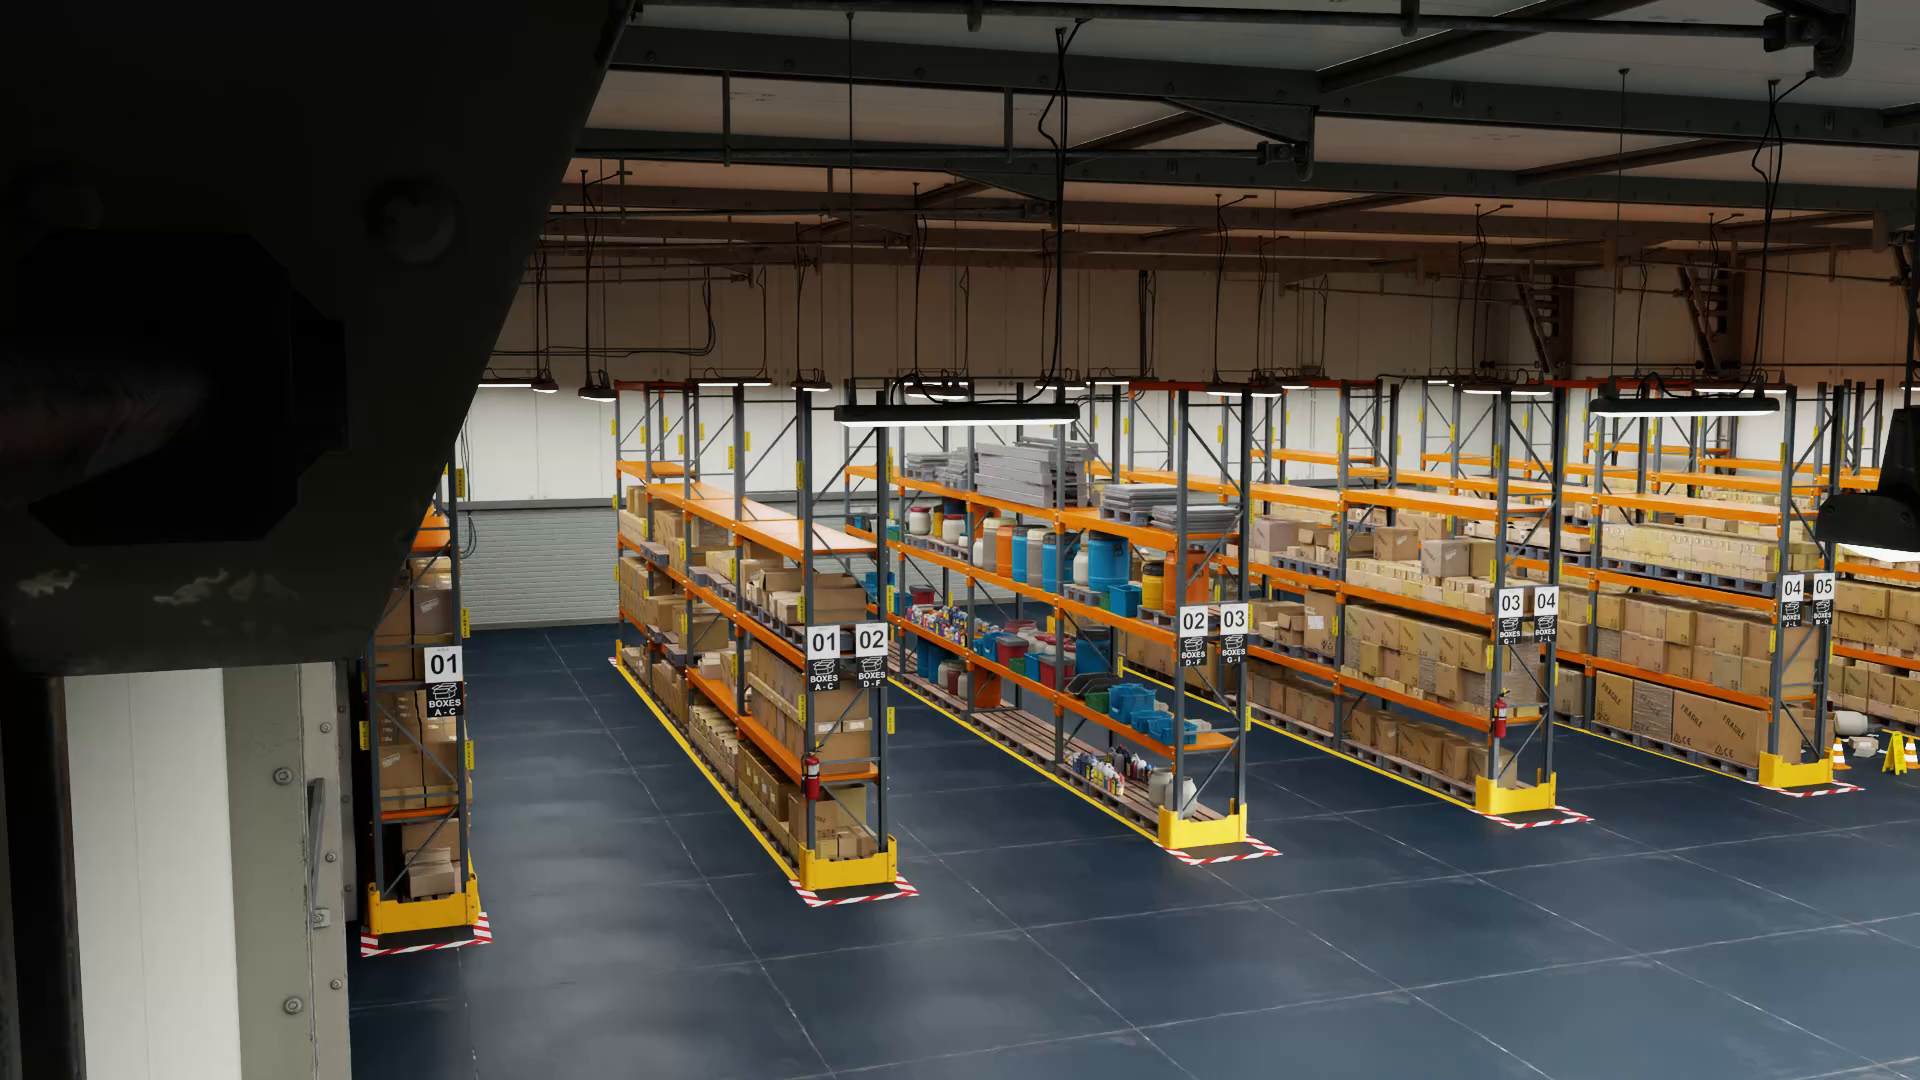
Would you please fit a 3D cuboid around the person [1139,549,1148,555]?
[{"bbox_3d":[4.550,1.094,41.128,0.755,1.776,0.567,-4,7,-33],"label":"person"}]

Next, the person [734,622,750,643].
[{"bbox_3d":[-4.602,1.740,35.199,0.409,1.789,0.559,1,6,10],"label":"person"}]
